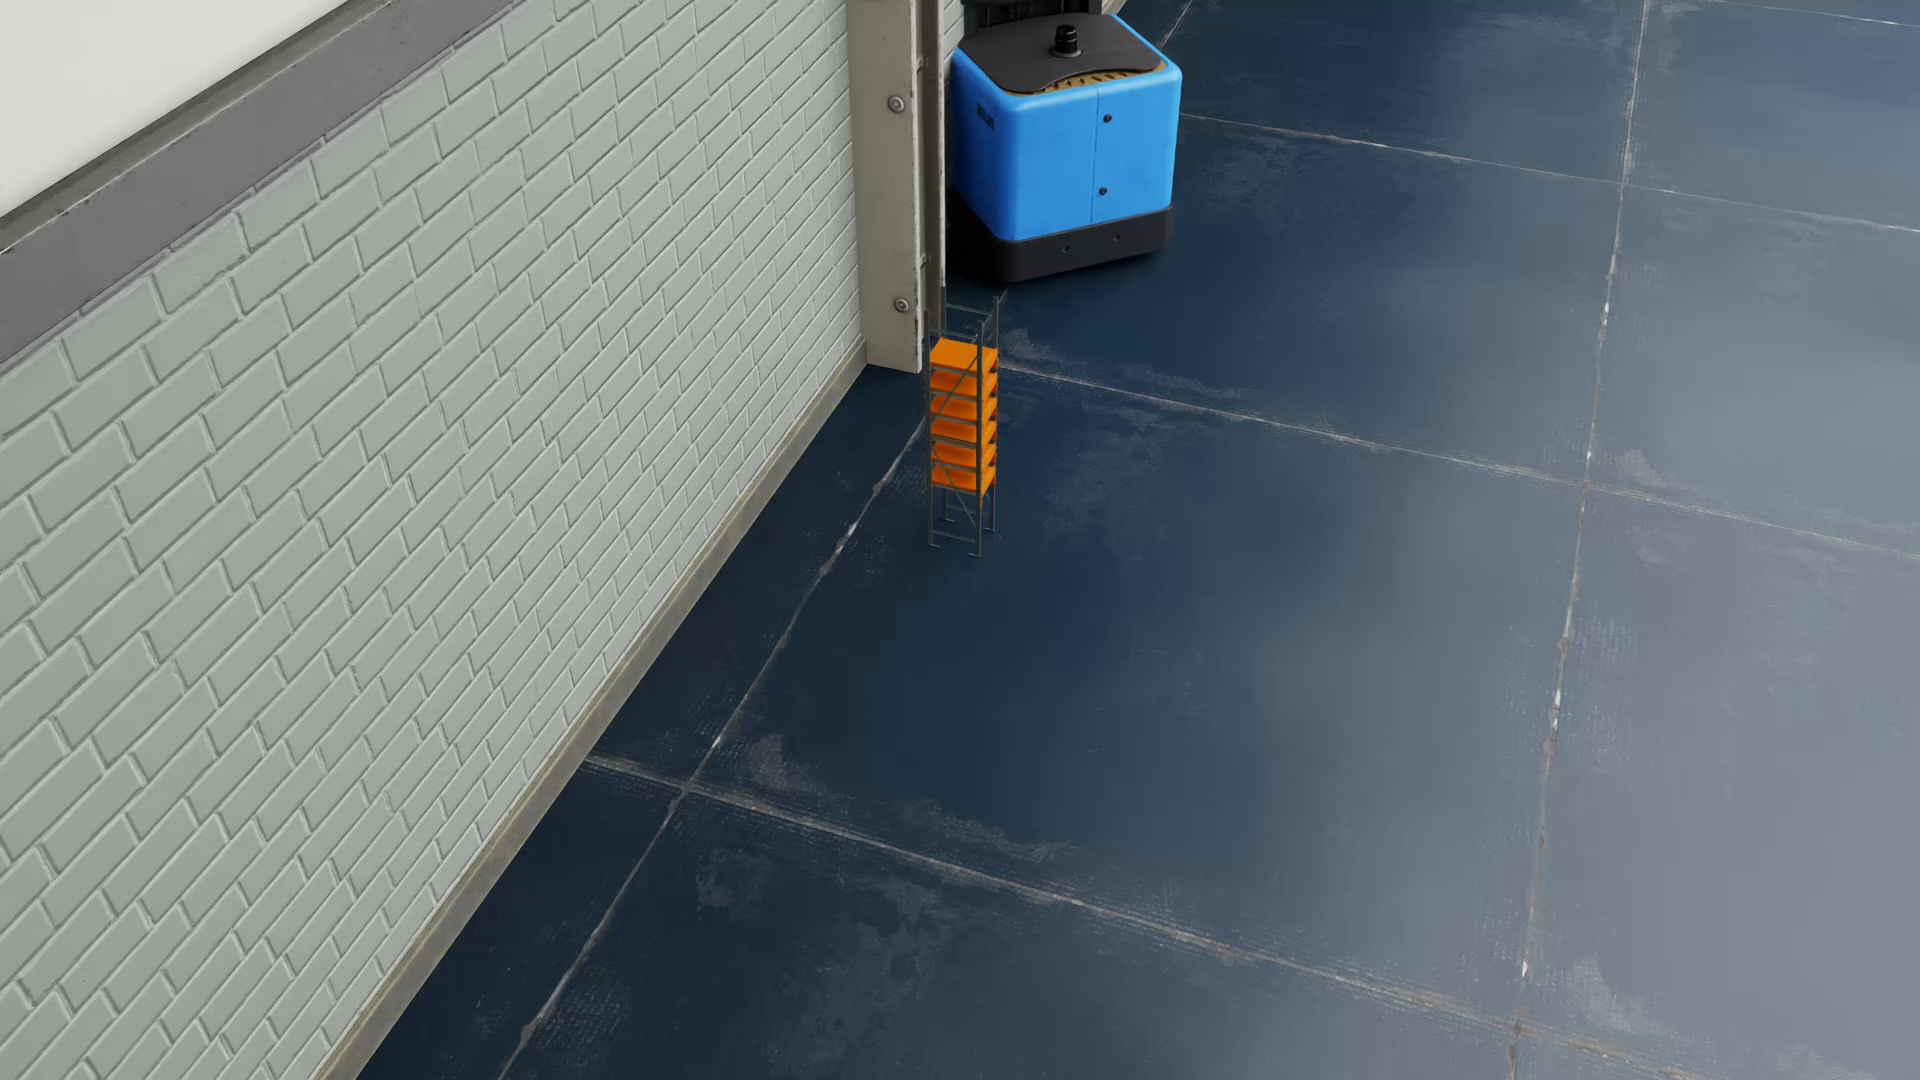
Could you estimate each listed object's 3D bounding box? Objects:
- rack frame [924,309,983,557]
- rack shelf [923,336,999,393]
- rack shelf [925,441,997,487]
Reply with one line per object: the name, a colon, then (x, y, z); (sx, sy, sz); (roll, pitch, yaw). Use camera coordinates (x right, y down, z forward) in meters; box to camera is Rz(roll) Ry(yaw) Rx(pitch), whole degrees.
rack frame: (-0.026, -0.409, 6.806); (0.240, 1.200, 0.006); (13, 42, 15)
rack shelf: (0.005, -0.705, 6.666); (0.258, 0.103, 0.180); (13, 42, 15)
rack shelf: (0.005, -0.340, 6.978); (0.258, 0.103, 0.180); (13, 42, 15)
